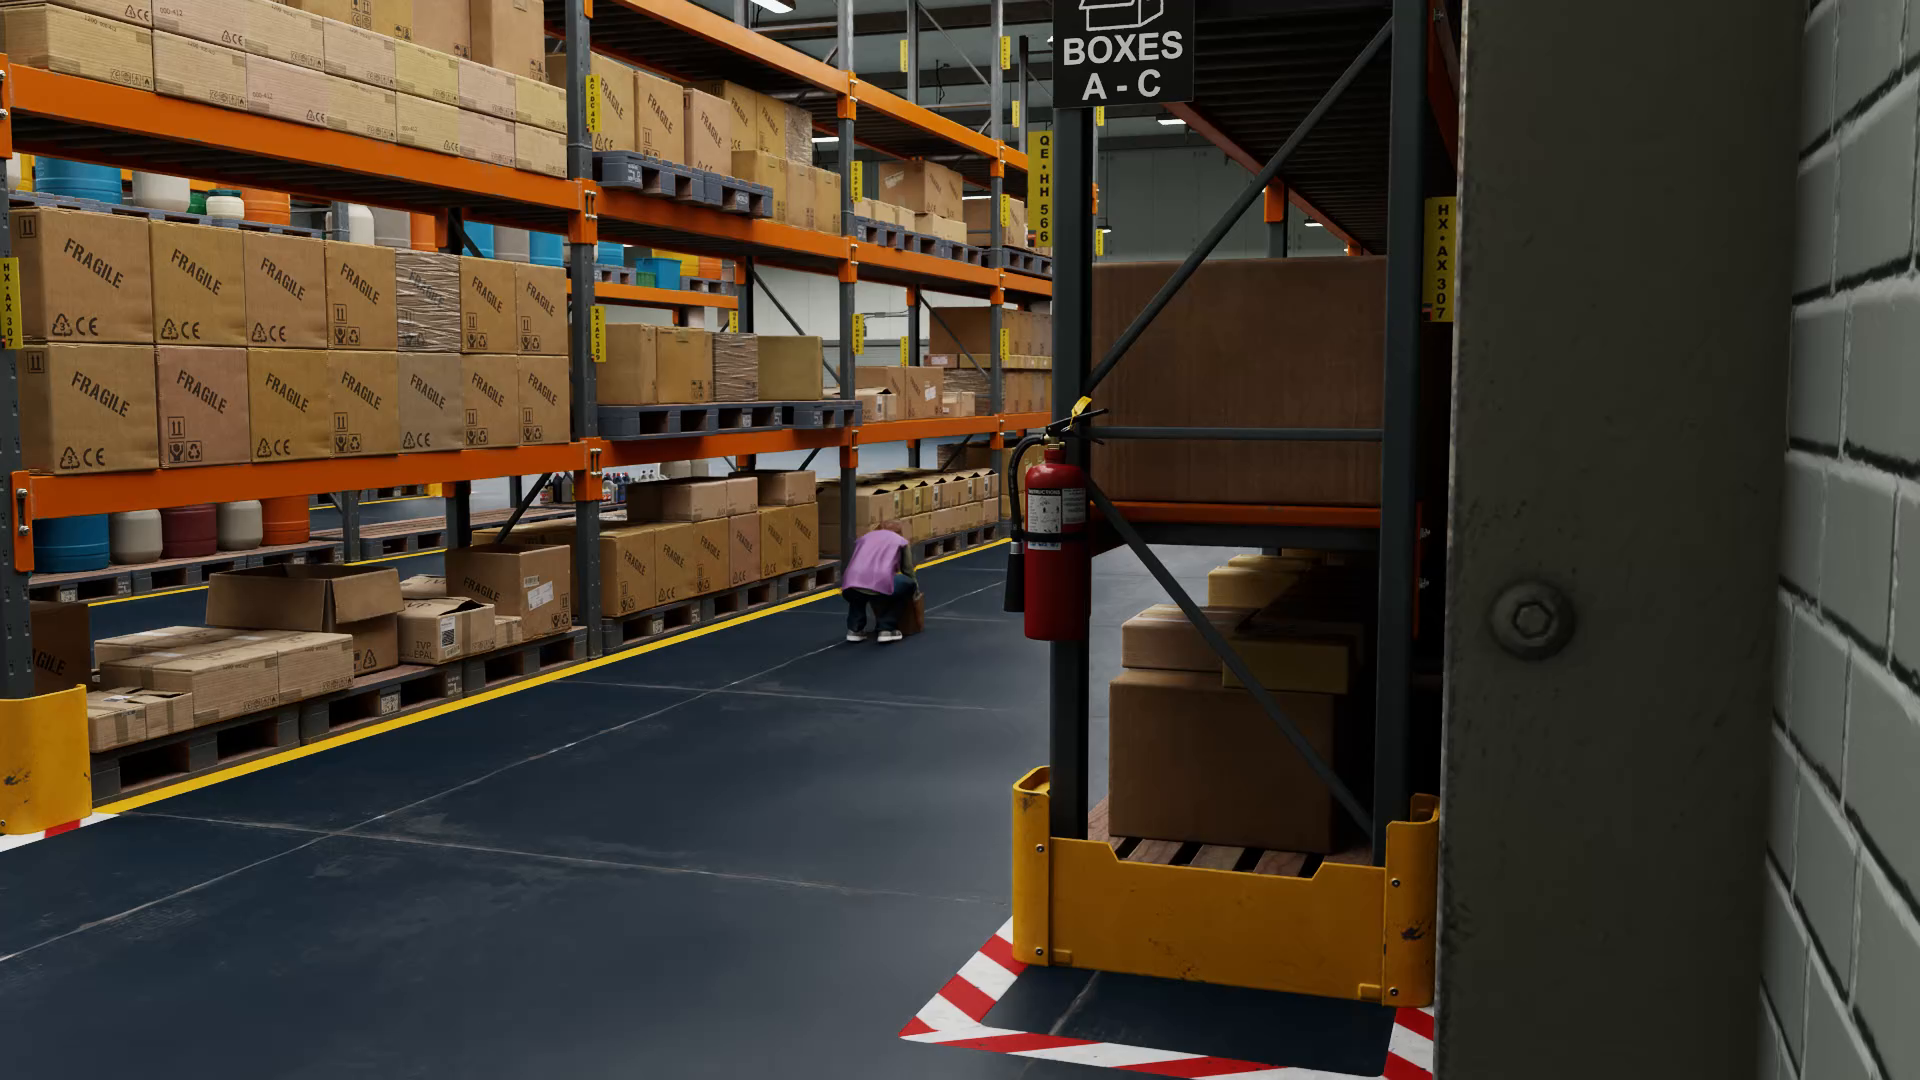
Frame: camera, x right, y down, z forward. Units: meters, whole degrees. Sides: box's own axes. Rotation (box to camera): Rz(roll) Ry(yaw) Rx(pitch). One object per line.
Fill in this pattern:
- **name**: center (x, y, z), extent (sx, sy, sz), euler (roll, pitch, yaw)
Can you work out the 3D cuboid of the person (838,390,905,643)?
- **person**: center (-0.553, -0.144, 10.598), extent (0.442, 1.587, 0.449), euler (2, 6, 18)
